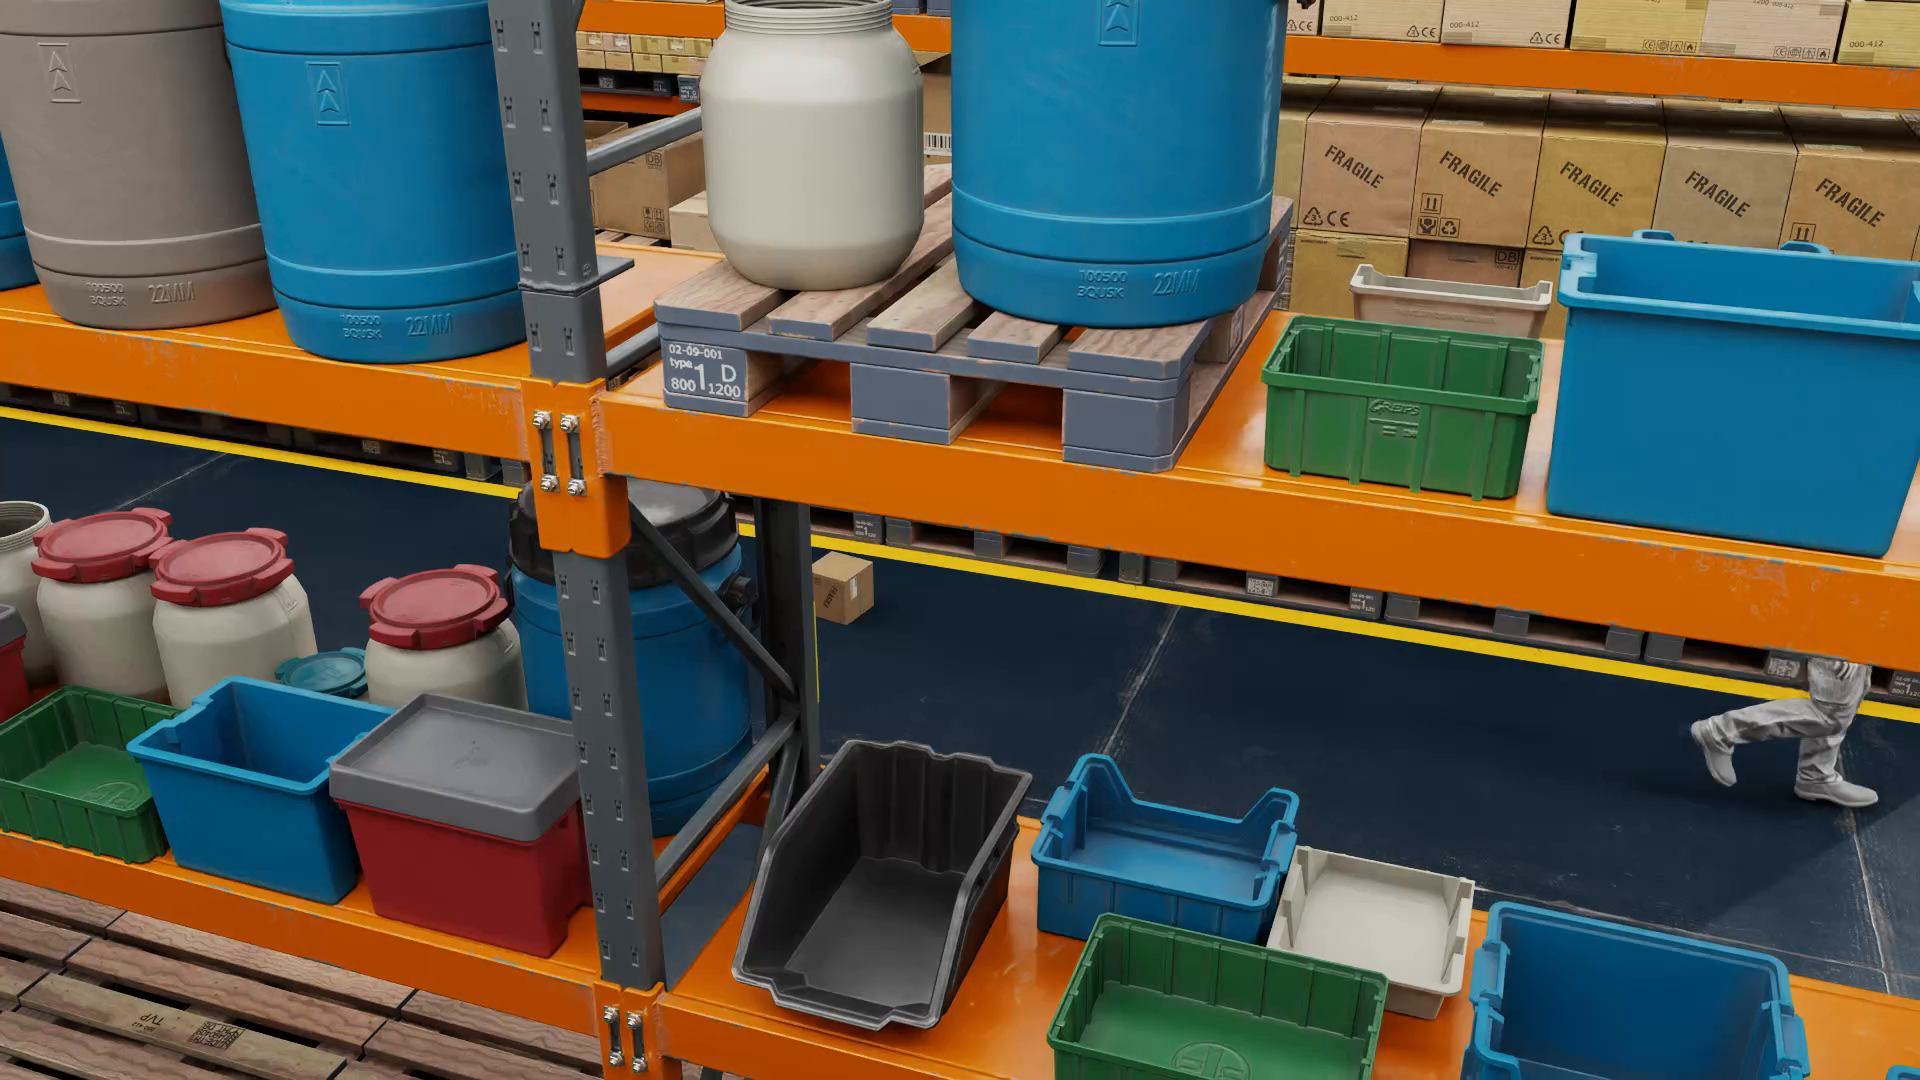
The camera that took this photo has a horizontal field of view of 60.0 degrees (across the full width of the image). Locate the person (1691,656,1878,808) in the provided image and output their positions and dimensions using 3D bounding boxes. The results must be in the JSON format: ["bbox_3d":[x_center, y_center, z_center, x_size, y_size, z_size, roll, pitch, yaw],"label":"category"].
[{"bbox_3d":[3.377,0.263,6.504,0.747,1.765,0.552,11,28,22],"label":"person"}]
